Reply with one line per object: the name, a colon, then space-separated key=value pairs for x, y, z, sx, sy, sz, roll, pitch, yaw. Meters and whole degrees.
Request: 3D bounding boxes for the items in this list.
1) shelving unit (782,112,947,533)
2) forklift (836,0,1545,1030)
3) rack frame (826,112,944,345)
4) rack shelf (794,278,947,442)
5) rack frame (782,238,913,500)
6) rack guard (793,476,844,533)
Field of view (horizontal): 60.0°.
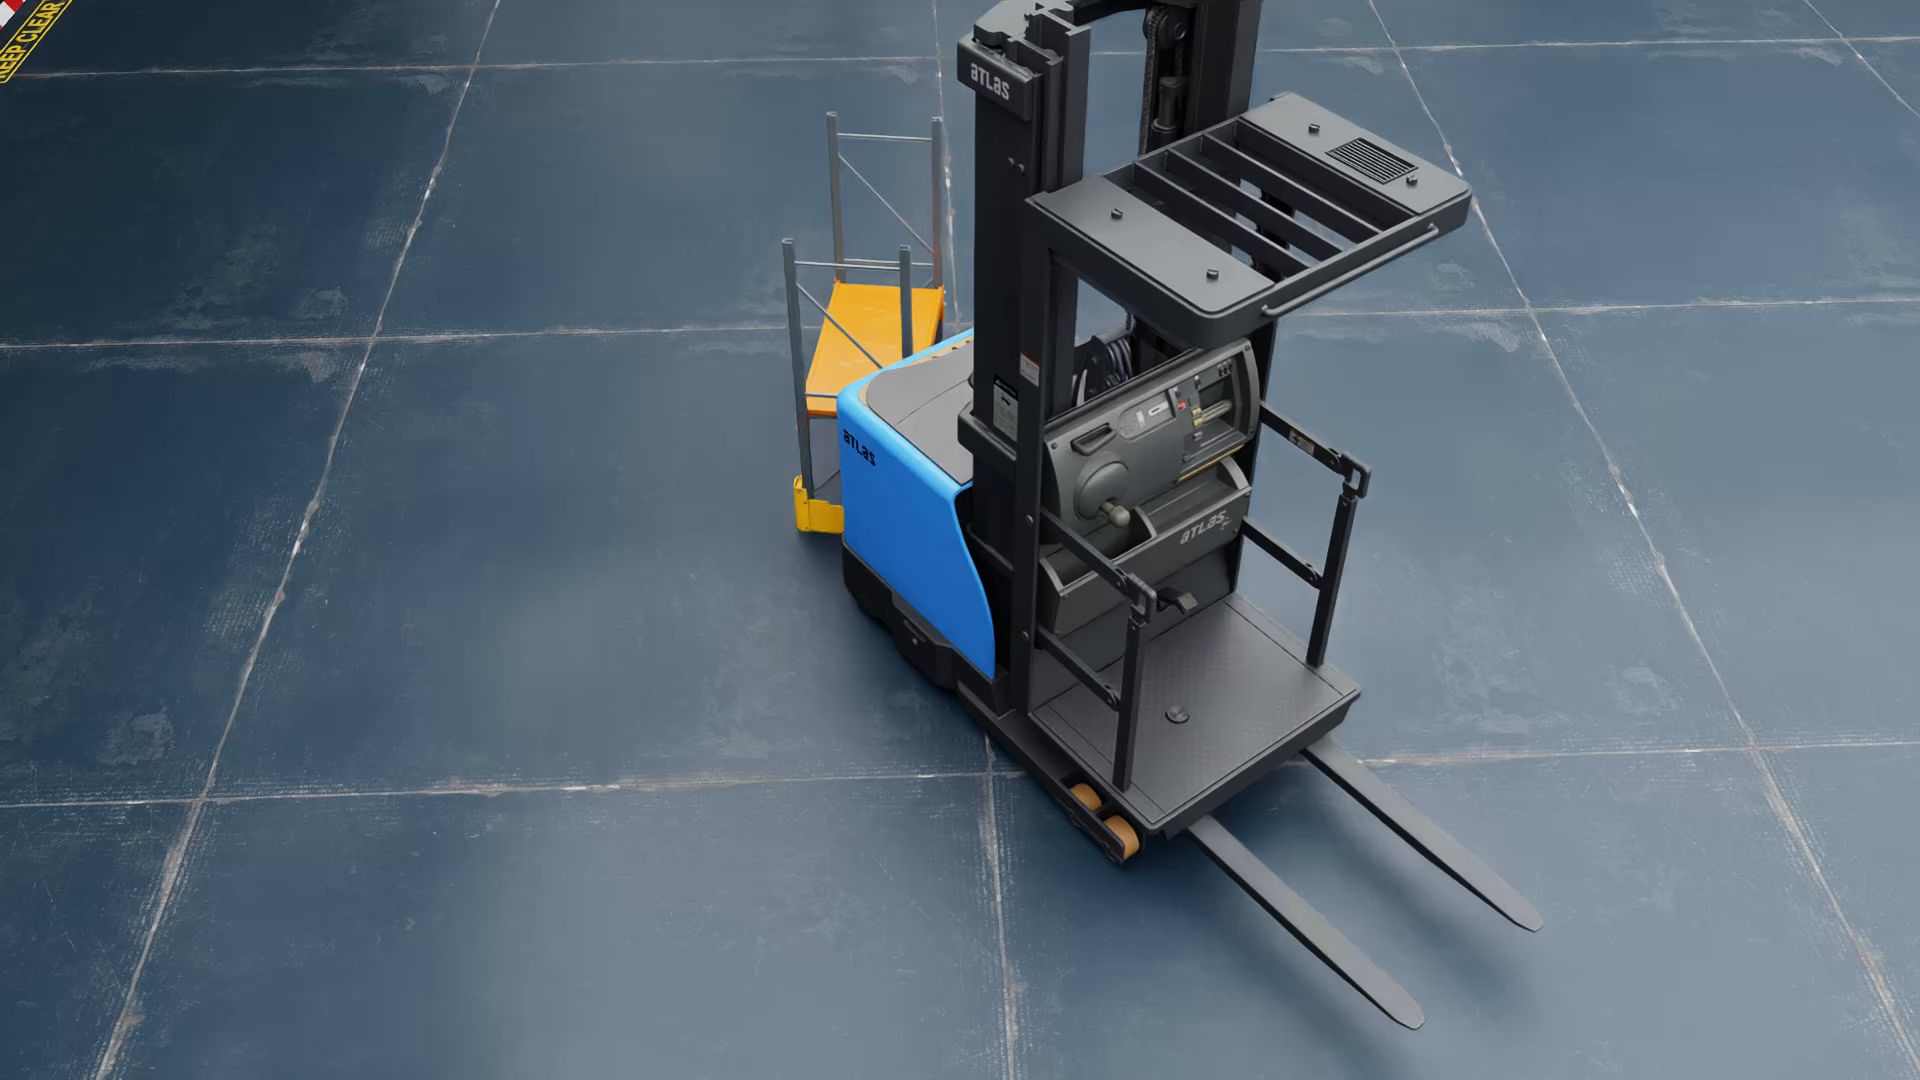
shelving unit: x=-0.382 y=-0.938 z=7.313 sx=0.587 sy=1.500 sz=1.083 roll=4 pitch=43 yaw=5
forklift: x=0.801 y=-0.285 z=5.542 sx=1.130 sy=2.935 sz=3.031 roll=-28 pitch=49 yaw=-27
rack frame: x=-0.327 y=-1.273 z=7.679 sx=0.500 sy=1.500 sz=0.032 roll=4 pitch=43 yaw=5
rack shelf: x=-0.383 y=-0.799 z=7.428 sx=0.538 sy=0.185 sz=1.000 roll=4 pitch=43 yaw=5
rack frame: x=-0.439 y=-0.590 z=6.934 sx=0.500 sy=1.500 sz=0.032 roll=4 pitch=43 yaw=5
rack guard: x=-0.437 y=-0.143 z=7.370 sx=0.587 sy=0.250 sz=0.087 roll=4 pitch=43 yaw=5
